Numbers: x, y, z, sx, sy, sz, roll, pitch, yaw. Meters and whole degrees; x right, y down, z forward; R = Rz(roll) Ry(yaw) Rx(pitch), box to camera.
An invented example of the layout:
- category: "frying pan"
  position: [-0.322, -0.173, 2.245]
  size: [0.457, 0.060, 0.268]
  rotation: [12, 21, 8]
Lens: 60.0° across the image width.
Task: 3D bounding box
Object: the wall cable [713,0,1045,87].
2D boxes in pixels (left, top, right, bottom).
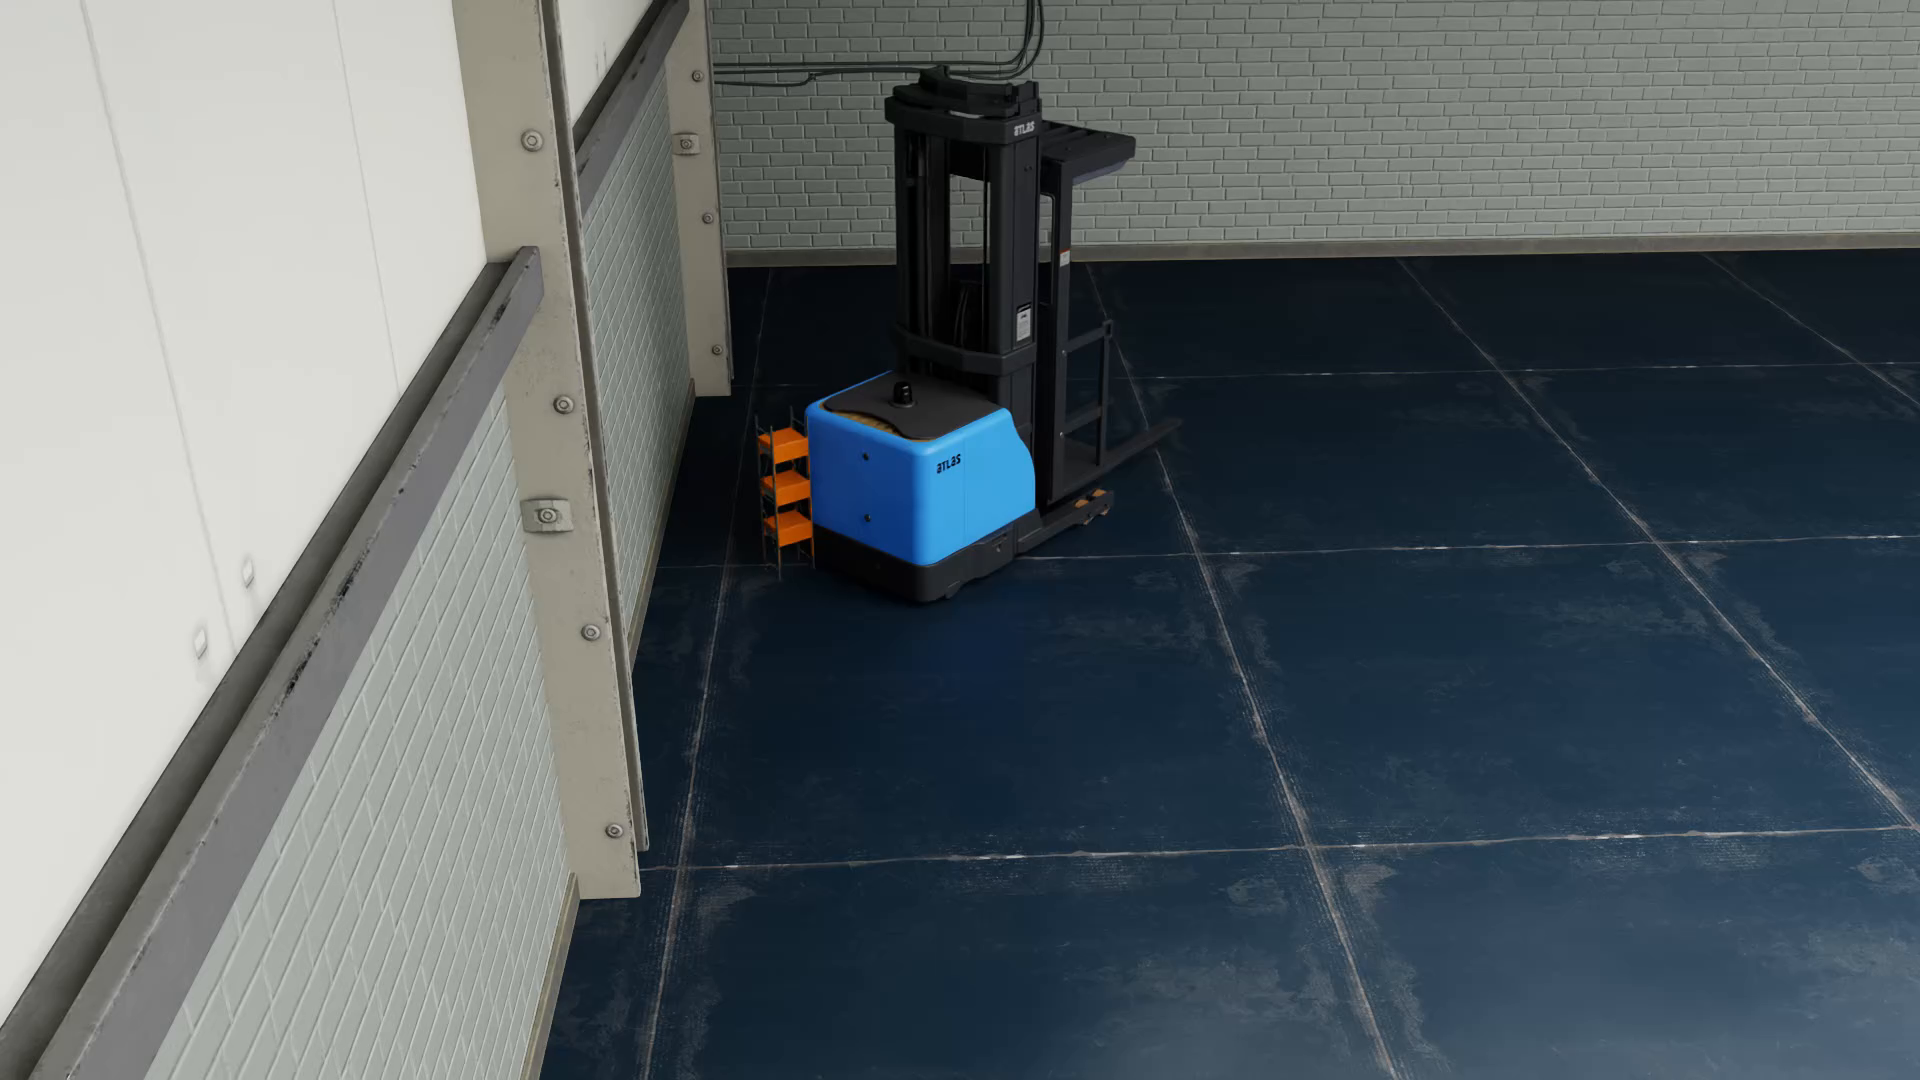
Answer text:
- category: "wall cable"
  position: [-0.787, -5.220, 14.448]
  size: [3.097, 2.526, 0.112]
  rotation: [-1, 28, -3]

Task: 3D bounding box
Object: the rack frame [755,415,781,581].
- category: "rack frame"
  position: [-1.171, -0.247, 10.150]
  size: [0.008, 1.050, 0.200]
  rotation: [-18, 33, -31]

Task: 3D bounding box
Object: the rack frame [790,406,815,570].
- category: "rack frame"
  position: [-0.972, -0.312, 10.274]
  size: [0.008, 1.050, 0.200]
  rotation: [-18, 33, -31]

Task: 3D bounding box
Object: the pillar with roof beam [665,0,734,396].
- category: "pillar with roof beam"
  position: [2.345, -5.309, 11.259]
  size: [9.100, 9.000, 0.400]
  rotation: [-1, 28, -3]

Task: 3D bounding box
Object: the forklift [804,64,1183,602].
- category: "forklift"
  position: [0.378, -1.535, 10.586]
  size: [1.130, 2.935, 3.031]
  rotation: [21, 34, 35]

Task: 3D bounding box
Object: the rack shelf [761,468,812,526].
- category: "rack shelf"
  position: [-1.072, -0.270, 10.217]
  size: [0.240, 0.259, 0.215]
  rotation: [-18, 33, -31]

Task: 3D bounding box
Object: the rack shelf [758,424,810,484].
- category: "rack shelf"
  position: [-1.072, -0.521, 10.086]
  size: [0.240, 0.259, 0.215]
  rotation: [-18, 33, -31]

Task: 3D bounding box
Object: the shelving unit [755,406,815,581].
- category: "shelving unit"
  position: [-1.072, -0.279, 10.212]
  size: [0.252, 1.050, 0.215]
  rotation: [-18, 33, -31]

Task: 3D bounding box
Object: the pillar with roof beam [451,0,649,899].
- category: "pillar with roof beam"
  position: [2.658, -2.538, 5.947]
  size: [9.100, 9.000, 0.400]
  rotation: [-1, 28, -3]

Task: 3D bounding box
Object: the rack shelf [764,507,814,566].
- category: "rack shelf"
  position: [-1.072, -0.023, 10.345]
  size: [0.240, 0.259, 0.215]
  rotation: [-18, 33, -31]
